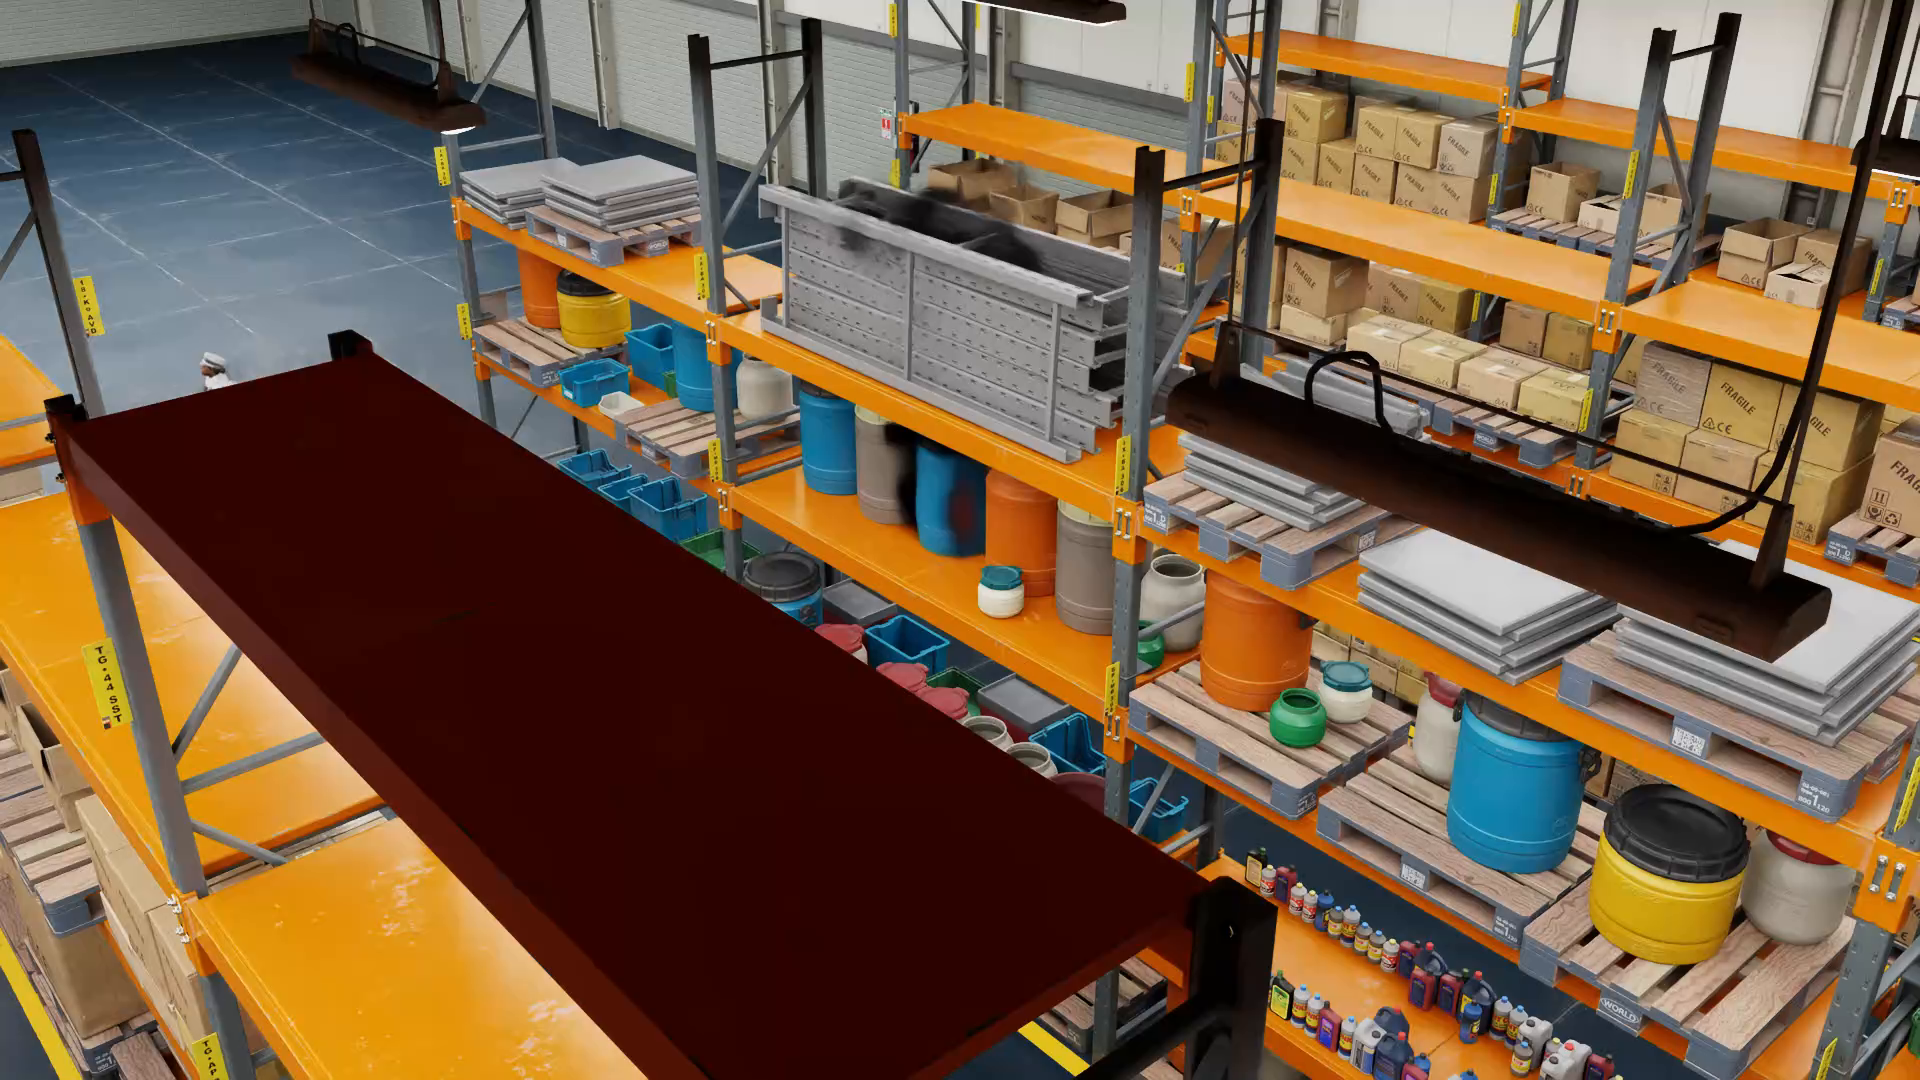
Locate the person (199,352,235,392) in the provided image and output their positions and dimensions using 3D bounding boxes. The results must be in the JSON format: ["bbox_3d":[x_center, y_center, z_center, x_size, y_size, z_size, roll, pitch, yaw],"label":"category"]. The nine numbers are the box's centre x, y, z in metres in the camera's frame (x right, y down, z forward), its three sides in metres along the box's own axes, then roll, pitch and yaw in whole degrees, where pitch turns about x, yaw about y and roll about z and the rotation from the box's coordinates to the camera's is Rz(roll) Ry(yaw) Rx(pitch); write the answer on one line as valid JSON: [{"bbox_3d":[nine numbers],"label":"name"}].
[{"bbox_3d":[-8.120,-1.283,18.295,0.555,1.660,0.581,-8,28,-15],"label":"person"}]
